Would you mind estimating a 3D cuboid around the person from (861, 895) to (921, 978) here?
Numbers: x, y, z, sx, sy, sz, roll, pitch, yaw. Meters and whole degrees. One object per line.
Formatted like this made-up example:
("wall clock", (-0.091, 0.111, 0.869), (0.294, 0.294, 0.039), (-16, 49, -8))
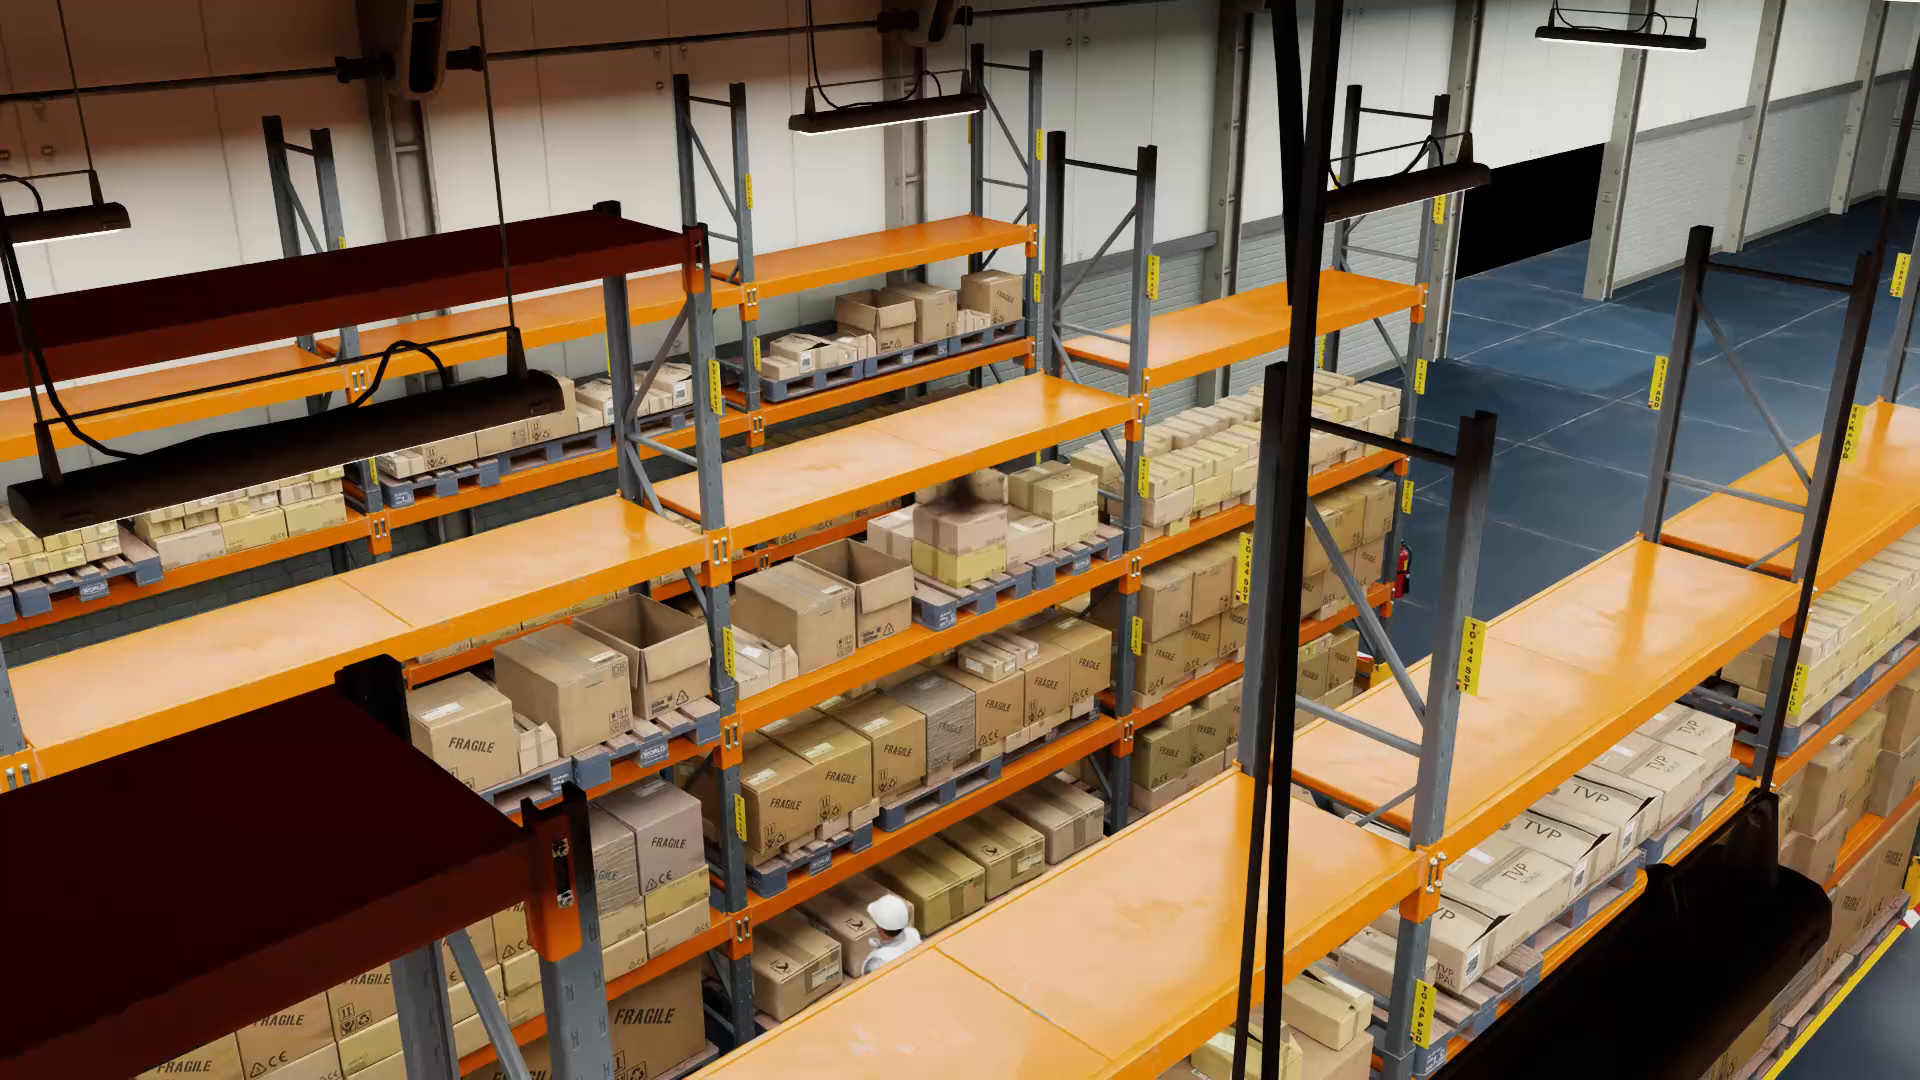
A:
("person", (-0.466, 3.105, 10.994), (0.417, 1.778, 0.582), (10, 25, 24))
